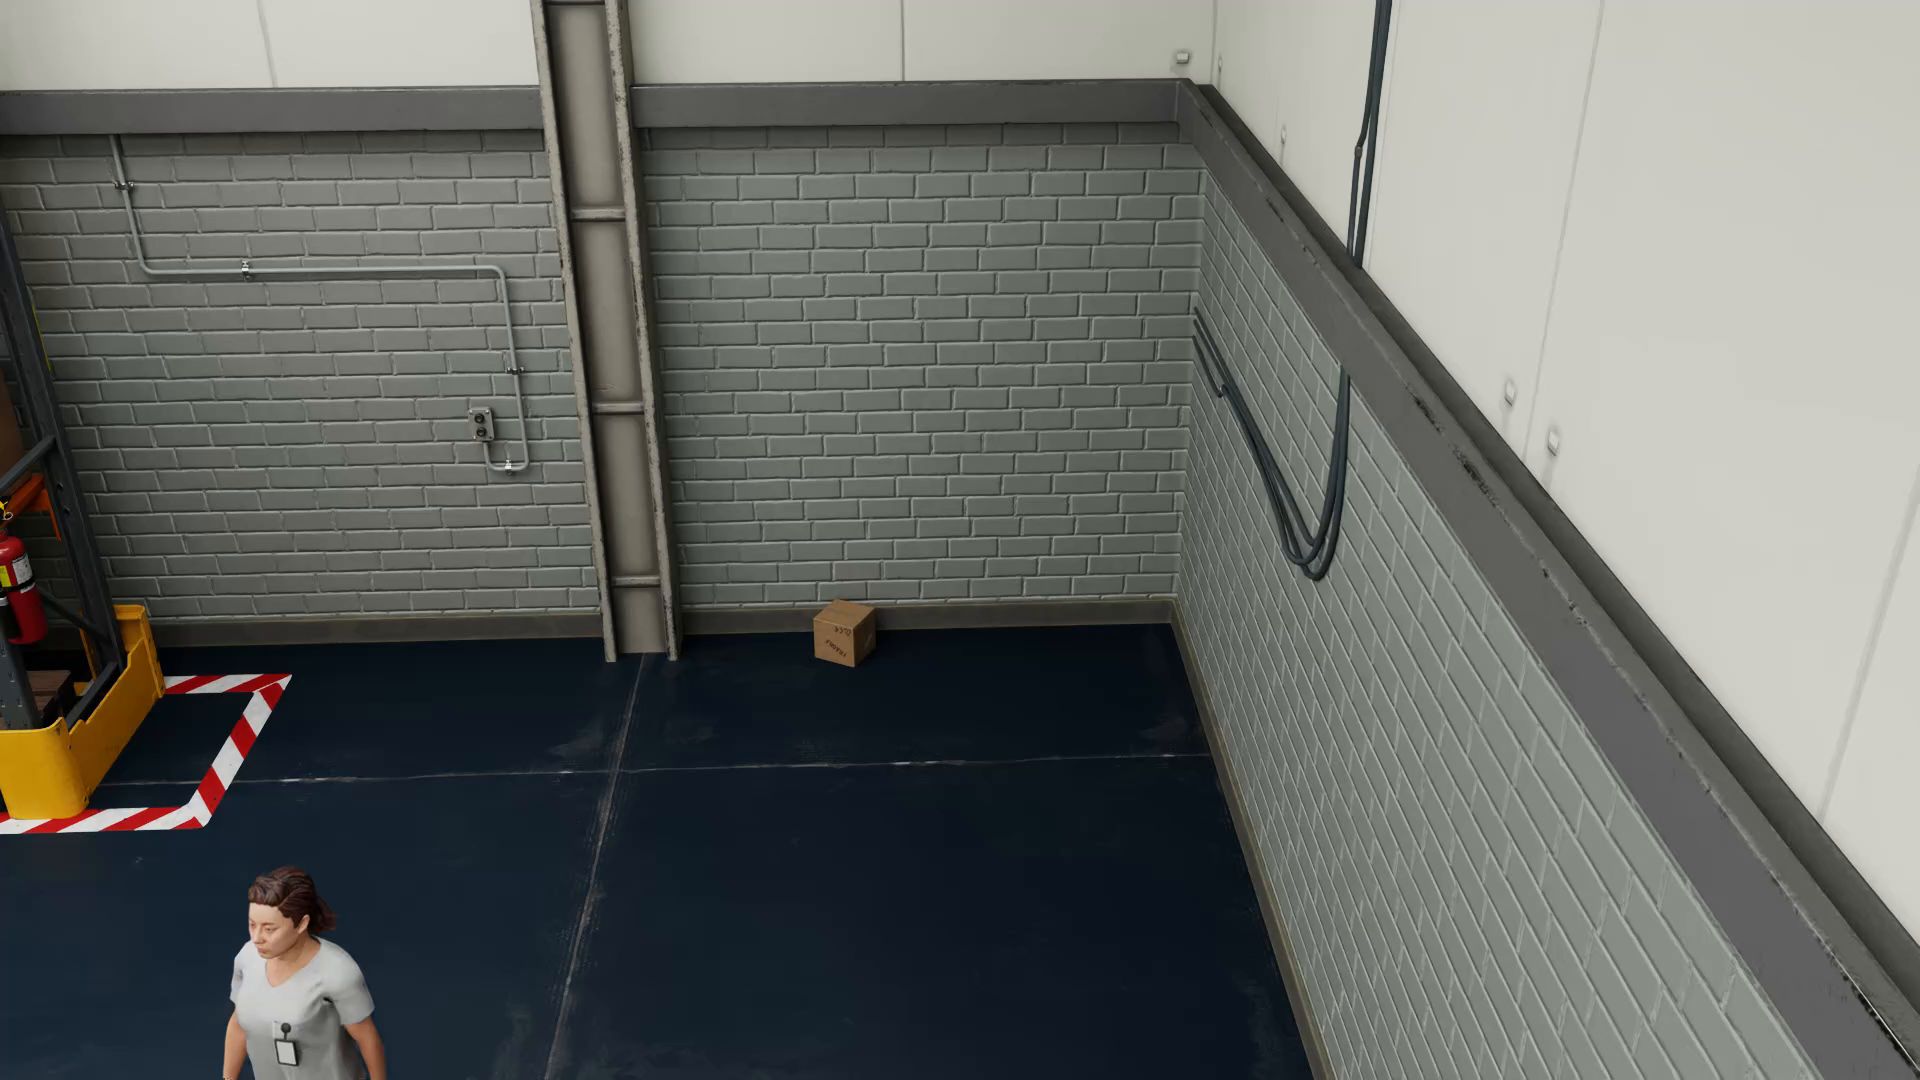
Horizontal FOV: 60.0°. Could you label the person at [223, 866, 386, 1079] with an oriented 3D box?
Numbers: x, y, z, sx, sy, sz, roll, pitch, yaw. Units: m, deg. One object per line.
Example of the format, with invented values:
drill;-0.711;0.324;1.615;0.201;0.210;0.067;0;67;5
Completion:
person;-2.095;1.793;5.182;0.460;1.659;0.811;11;30;20
